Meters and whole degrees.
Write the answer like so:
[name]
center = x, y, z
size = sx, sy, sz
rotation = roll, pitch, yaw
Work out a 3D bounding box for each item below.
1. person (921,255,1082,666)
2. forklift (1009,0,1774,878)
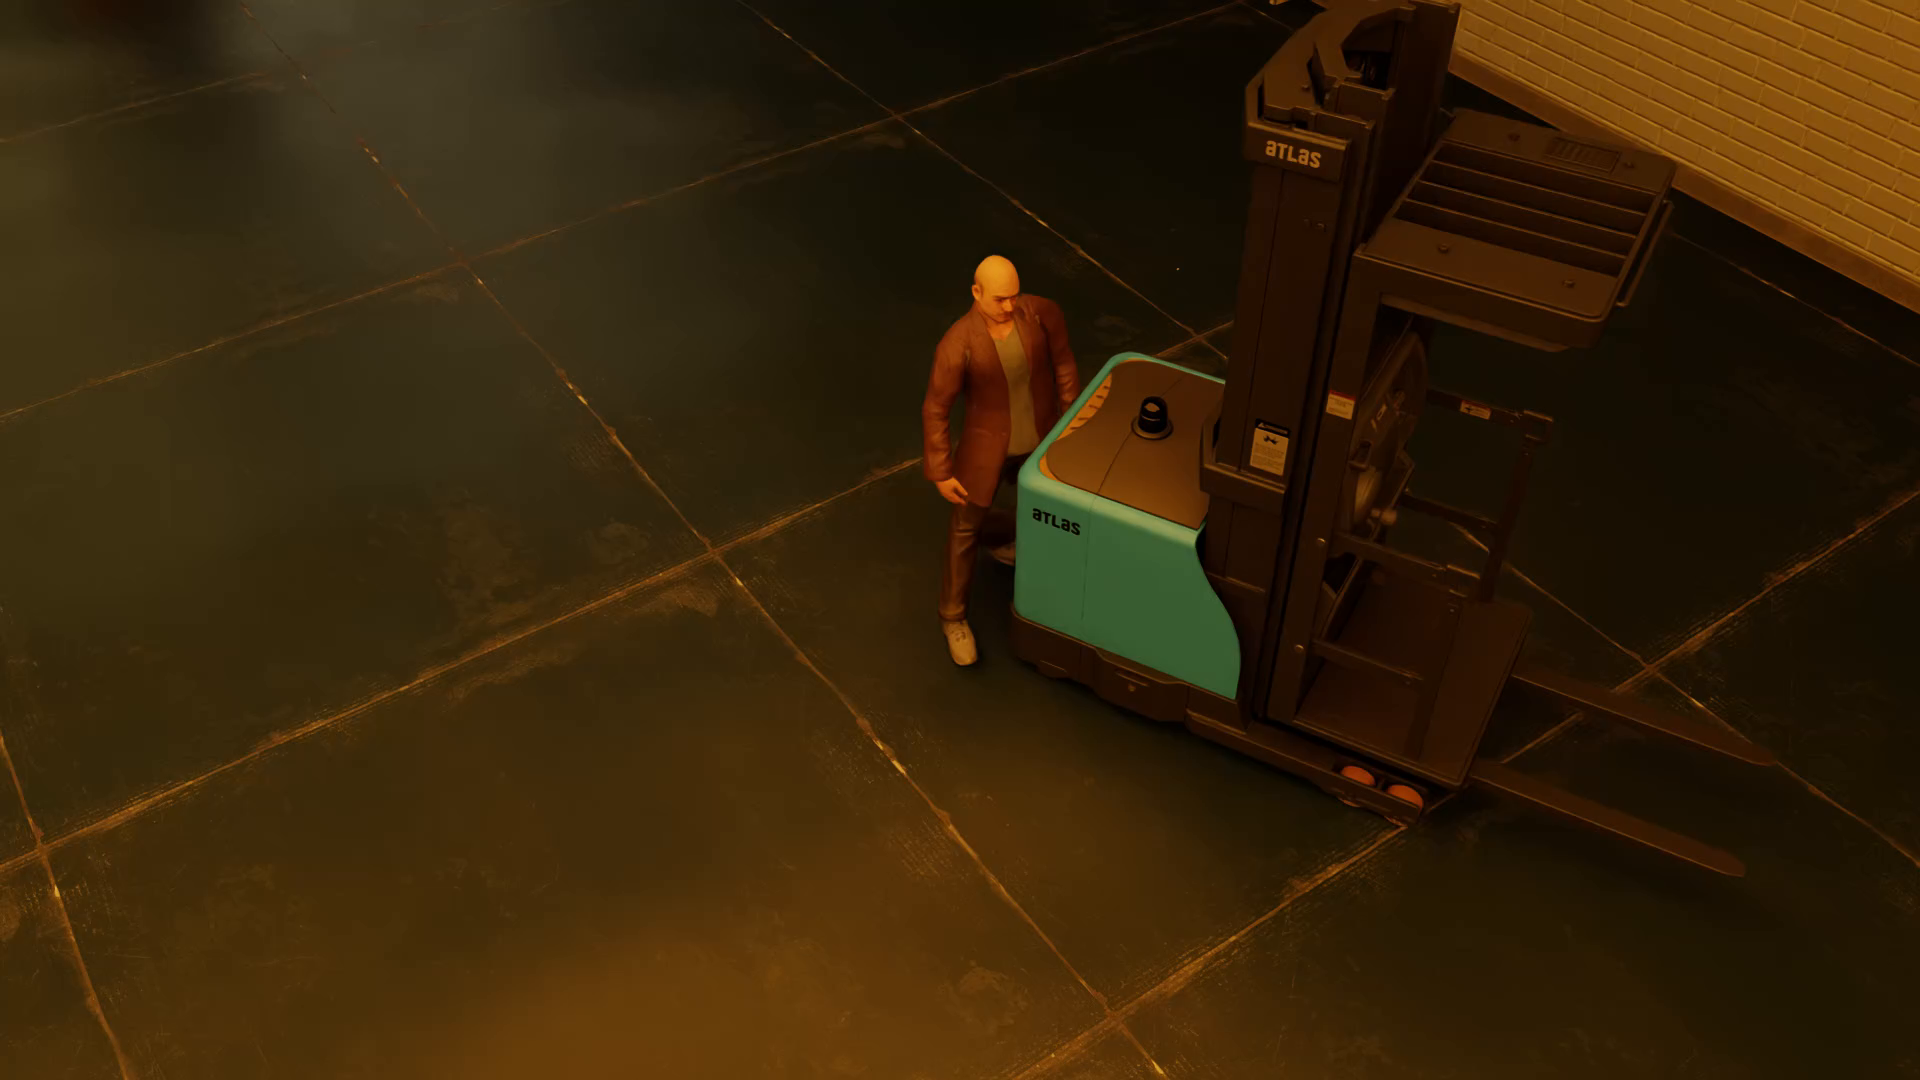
[person]
center = 0.218, -0.340, 6.998
size = 0.774, 1.695, 0.751
rotation = -14, 44, -14
[forklift]
center = 1.754, -0.354, 6.100
size = 3.031, 2.935, 1.130
rotation = 21, 47, 21
